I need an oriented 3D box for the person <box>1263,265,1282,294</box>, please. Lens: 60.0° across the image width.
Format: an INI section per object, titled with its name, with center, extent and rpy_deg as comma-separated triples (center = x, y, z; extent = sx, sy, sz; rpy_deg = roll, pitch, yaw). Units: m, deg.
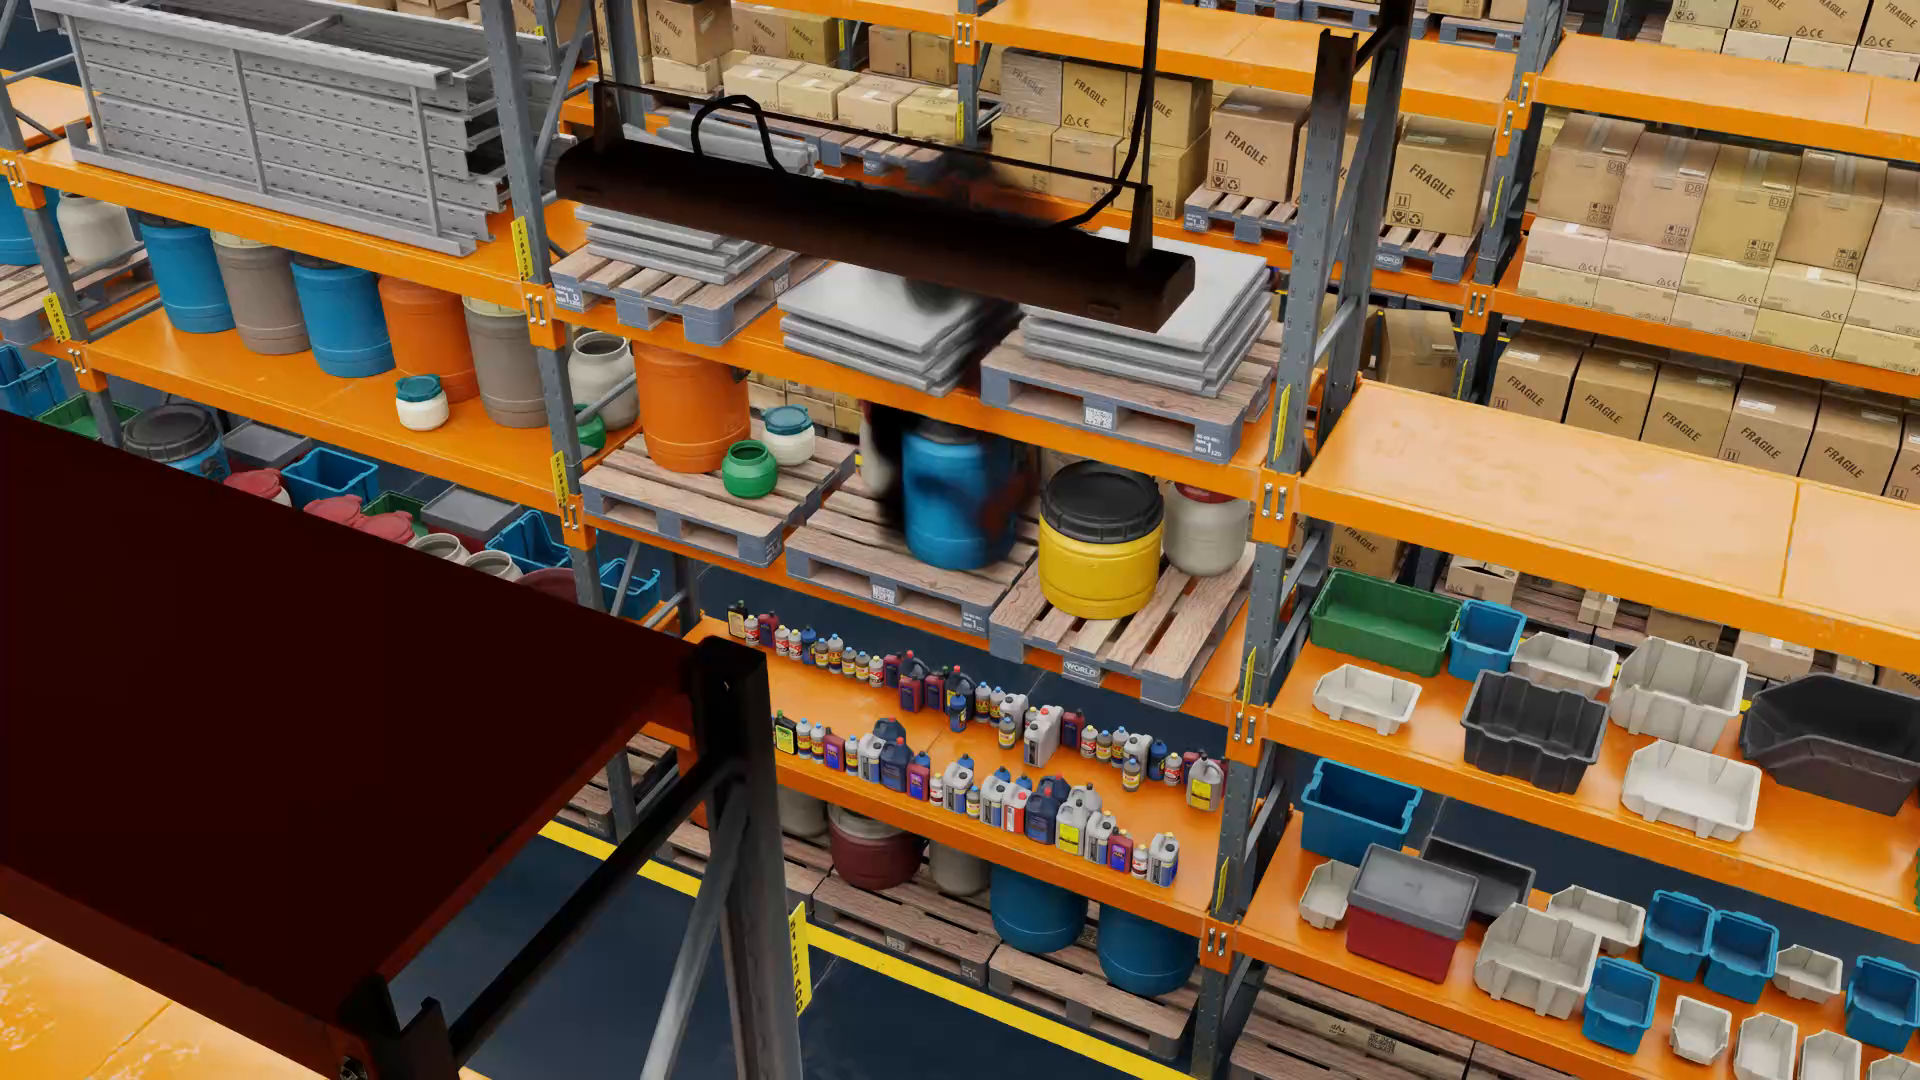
[person]
center = 2.766, -2.210, 15.596
extent = 0.847, 1.701, 0.519
rpy_deg = 14, 37, 19
